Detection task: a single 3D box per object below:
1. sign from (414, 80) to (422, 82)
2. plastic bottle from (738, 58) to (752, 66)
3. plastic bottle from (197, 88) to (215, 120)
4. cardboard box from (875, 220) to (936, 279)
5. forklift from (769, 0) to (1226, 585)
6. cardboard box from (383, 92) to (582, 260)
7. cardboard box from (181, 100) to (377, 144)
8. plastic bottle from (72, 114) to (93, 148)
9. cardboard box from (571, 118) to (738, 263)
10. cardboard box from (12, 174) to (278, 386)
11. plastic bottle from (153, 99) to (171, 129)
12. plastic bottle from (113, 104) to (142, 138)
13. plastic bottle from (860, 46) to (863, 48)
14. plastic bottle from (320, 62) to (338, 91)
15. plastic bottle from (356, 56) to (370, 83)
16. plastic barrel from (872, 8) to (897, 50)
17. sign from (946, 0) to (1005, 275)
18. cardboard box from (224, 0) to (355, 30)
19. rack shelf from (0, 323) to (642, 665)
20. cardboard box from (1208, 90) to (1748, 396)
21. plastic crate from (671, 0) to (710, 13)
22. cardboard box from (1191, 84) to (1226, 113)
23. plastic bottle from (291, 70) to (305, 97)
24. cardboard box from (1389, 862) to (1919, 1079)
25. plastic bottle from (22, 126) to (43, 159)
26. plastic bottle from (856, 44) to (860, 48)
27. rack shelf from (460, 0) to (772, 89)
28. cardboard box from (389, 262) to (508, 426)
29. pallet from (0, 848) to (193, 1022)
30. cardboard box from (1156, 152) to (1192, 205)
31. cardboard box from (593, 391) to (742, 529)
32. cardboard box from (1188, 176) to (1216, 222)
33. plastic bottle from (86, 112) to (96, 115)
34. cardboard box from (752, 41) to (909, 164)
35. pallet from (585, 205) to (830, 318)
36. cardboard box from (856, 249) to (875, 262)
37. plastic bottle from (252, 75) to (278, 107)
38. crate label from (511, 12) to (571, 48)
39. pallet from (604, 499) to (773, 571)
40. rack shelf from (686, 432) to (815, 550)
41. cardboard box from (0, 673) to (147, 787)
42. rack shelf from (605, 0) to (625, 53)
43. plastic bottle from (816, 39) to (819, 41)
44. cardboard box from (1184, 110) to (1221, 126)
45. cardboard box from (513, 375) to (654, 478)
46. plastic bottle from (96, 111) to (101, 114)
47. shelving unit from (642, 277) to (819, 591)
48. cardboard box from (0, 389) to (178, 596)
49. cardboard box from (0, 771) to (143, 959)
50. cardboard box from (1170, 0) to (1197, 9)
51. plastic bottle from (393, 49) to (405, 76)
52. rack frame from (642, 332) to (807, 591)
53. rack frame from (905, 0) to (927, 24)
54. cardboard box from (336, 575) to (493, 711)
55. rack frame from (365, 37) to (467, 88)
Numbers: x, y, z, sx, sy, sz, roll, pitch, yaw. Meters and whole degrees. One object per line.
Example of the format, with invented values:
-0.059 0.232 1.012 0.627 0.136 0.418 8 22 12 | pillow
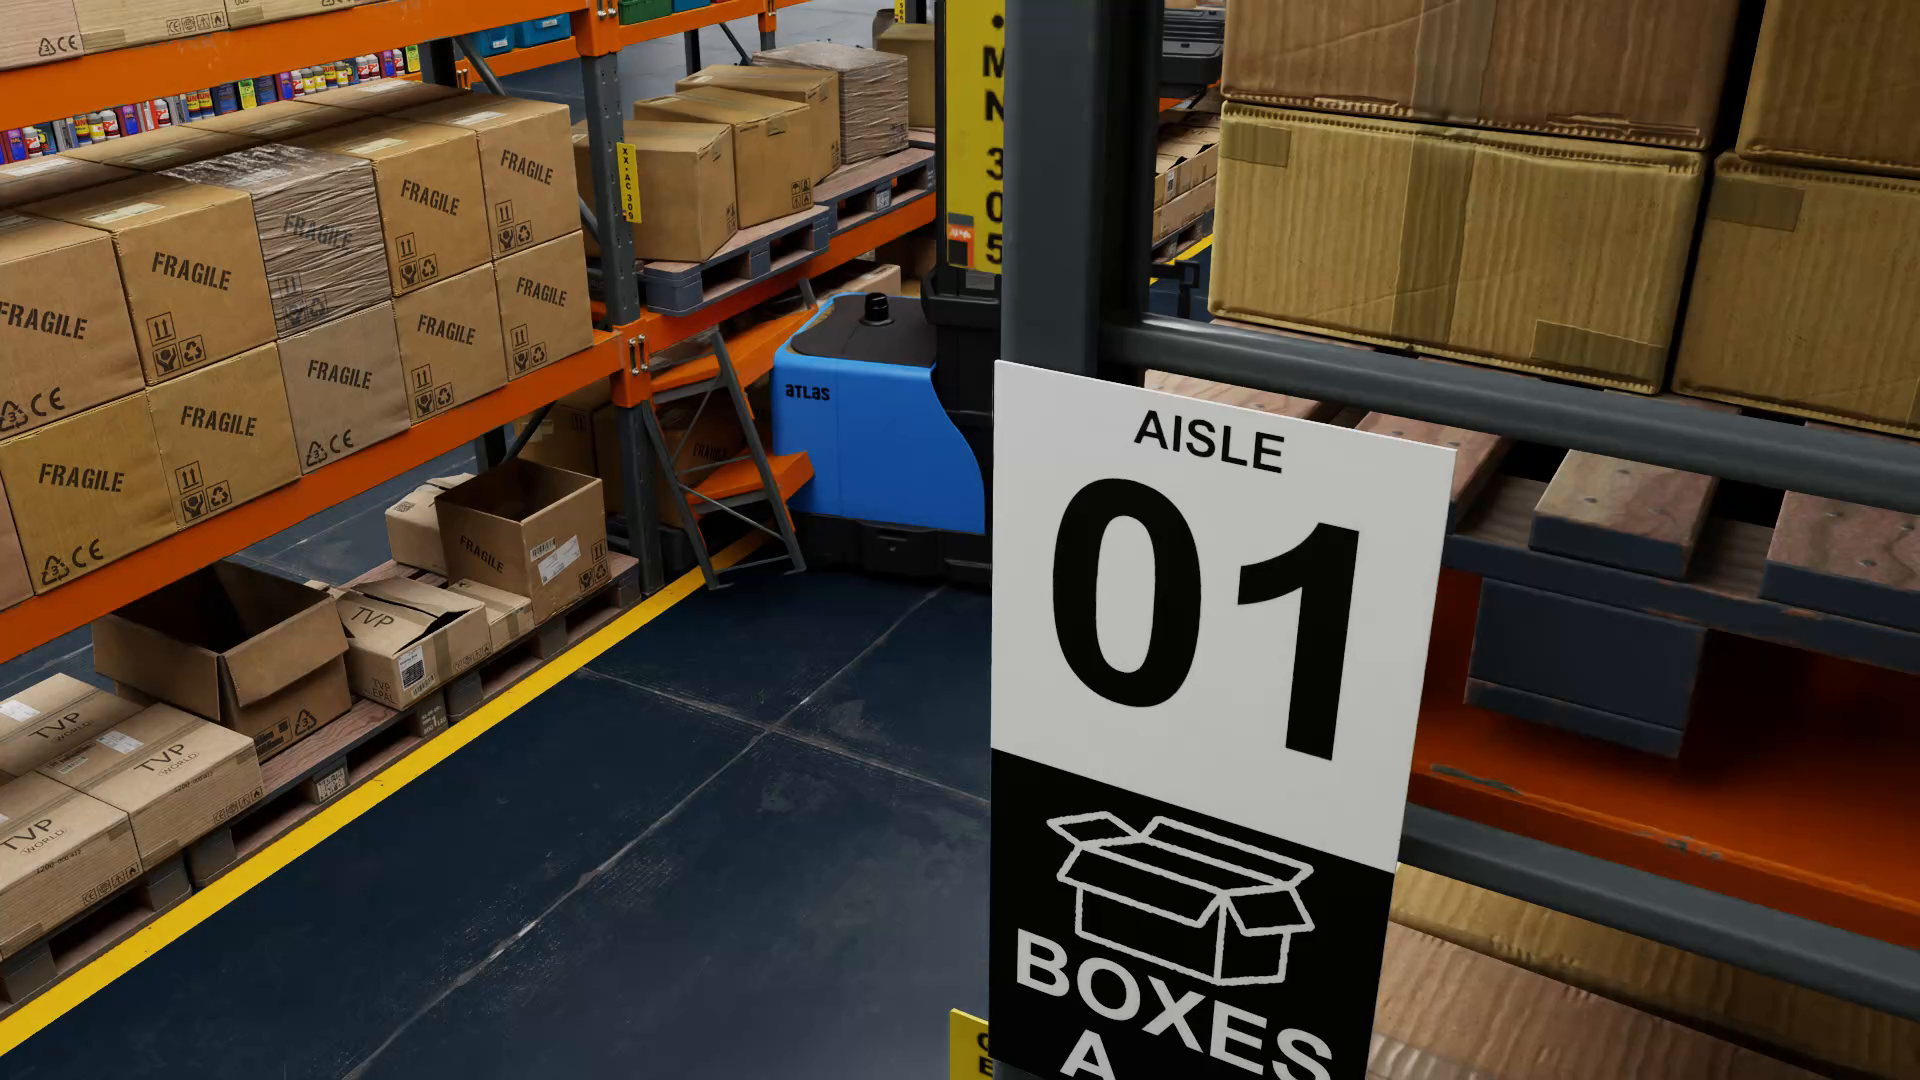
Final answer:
-2.333 -1.845 7.291 0.100 0.325 0.005 14 30 26 | sign
-2.158 -4.743 16.841 0.144 0.351 0.185 13 30 25 | plastic bottle
-4.901 -2.866 10.768 0.097 0.271 0.097 0 27 0 | plastic bottle
-0.160 -1.740 9.839 0.500 0.250 0.500 15 30 28 | cardboard box
0.684 -1.227 7.426 3.031 2.935 1.130 7 27 14 | forklift
-1.872 -1.444 6.555 0.500 0.500 0.500 14 30 26 | cardboard box
-2.579 -1.375 6.417 0.500 0.500 0.500 13 29 25 | cardboard box
-5.339 -2.519 10.075 0.097 0.271 0.097 0 27 0 | plastic bottle
-1.421 -1.574 7.463 0.700 0.500 0.500 4 27 9 | cardboard box
-2.618 -0.851 5.371 0.500 0.500 0.500 14 30 26 | cardboard box
-5.063 -2.706 10.527 0.097 0.201 0.097 0 27 0 | plastic bottle
-5.170 -2.641 10.306 0.061 0.283 0.133 14 30 26 | plastic bottle
-1.018 -5.076 17.582 0.061 0.283 0.133 14 30 26 | plastic bottle
-4.397 -3.266 11.566 0.097 0.271 0.097 0 27 0 | plastic bottle
-4.253 -3.348 11.809 0.097 0.201 0.097 0 27 0 | plastic bottle
-0.760 -5.582 18.360 0.421 0.512 0.421 0 27 0 | plastic barrel
0.033 -0.385 1.416 0.100 0.325 0.005 14 30 26 | sign
-2.350 -1.843 5.398 0.500 0.250 0.500 14 30 26 | cardboard box
-2.832 -0.105 5.913 1.077 0.370 4.000 14 30 26 | rack shelf
0.628 -0.409 1.951 0.500 0.250 0.500 15 30 28 | cardboard box
-2.495 -4.911 14.727 0.392 0.384 0.575 14 30 26 | plastic crate
2.381 -4.039 14.732 0.500 0.500 0.500 14 30 26 | cardboard box
-4.540 -3.120 11.355 0.097 0.201 0.097 0 27 0 | plastic bottle
1.089 0.821 2.924 0.980 0.700 0.700 14 30 26 | cardboard box
-5.501 -2.360 9.835 0.097 0.201 0.097 0 27 0 | plastic bottle
-1.072 -4.963 17.282 0.144 0.351 0.185 16 31 28 | plastic bottle
-3.207 -4.315 14.323 1.077 0.370 4.000 14 30 26 | rack shelf
-2.123 -0.798 6.382 0.500 0.500 0.500 15 30 28 | cardboard box
-3.387 1.259 5.499 1.003 0.211 1.213 14 30 26 | pallet
1.389 -2.719 12.307 0.500 0.311 0.500 14 30 25 | cardboard box
-1.398 -0.420 8.039 0.500 0.500 0.500 13 29 24 | cardboard box
1.634 -2.661 12.817 0.500 0.250 0.500 15 30 27 | cardboard box
-5.635 -2.837 10.710 0.097 0.271 0.097 0 27 0 | plastic bottle
-0.708 -2.413 9.138 0.700 0.500 0.500 21 33 35 | cardboard box
-1.360 -1.408 7.926 1.003 0.211 1.213 14 30 26 | pallet
-0.606 -1.524 10.245 0.500 0.500 0.500 13 29 24 | cardboard box
-4.696 -3.085 11.118 0.144 0.351 0.185 14 30 26 | plastic bottle
-3.467 -4.201 13.251 0.502 0.435 0.616 14 30 26 | crate label
-1.481 -0.285 8.583 1.003 0.211 1.213 14 30 26 | pallet
-0.867 -0.298 7.894 0.538 0.278 1.000 -12 18 22 | rack shelf
-3.270 0.756 5.970 0.500 0.250 0.500 14 30 26 | cardboard box
-0.864 -3.005 8.355 1.077 0.370 4.000 14 30 26 | rack shelf
-1.546 -5.235 17.900 0.061 0.283 0.133 15 30 27 | plastic bottle
2.138 -3.312 13.491 0.500 0.311 0.500 14 30 26 | cardboard box
-1.855 -0.541 8.280 0.500 0.500 0.500 14 30 26 | cardboard box
-5.639 -2.949 10.930 0.152 0.276 0.135 14 30 26 | plastic bottle
-0.942 -0.520 7.825 0.538 1.125 1.048 -12 18 22 | shelving unit
-2.870 -0.204 5.195 0.500 0.500 0.500 14 30 26 | cardboard box
-3.056 1.041 5.399 0.500 0.250 0.500 14 30 26 | cardboard box
1.436 -3.868 12.514 0.500 0.500 0.500 17 31 30 | cardboard box
-4.092 -3.476 12.065 0.097 0.201 0.097 0 27 0 | plastic bottle
-1.089 -0.331 7.377 0.500 1.125 0.032 -12 18 22 | rack frame
0.119 -2.765 10.423 1.000 3.000 0.127 14 30 26 | rack frame
-2.251 0.376 6.660 0.500 0.311 0.500 14 30 26 | cardboard box
-4.191 -3.857 12.605 1.000 3.000 0.127 14 30 26 | rack frame
